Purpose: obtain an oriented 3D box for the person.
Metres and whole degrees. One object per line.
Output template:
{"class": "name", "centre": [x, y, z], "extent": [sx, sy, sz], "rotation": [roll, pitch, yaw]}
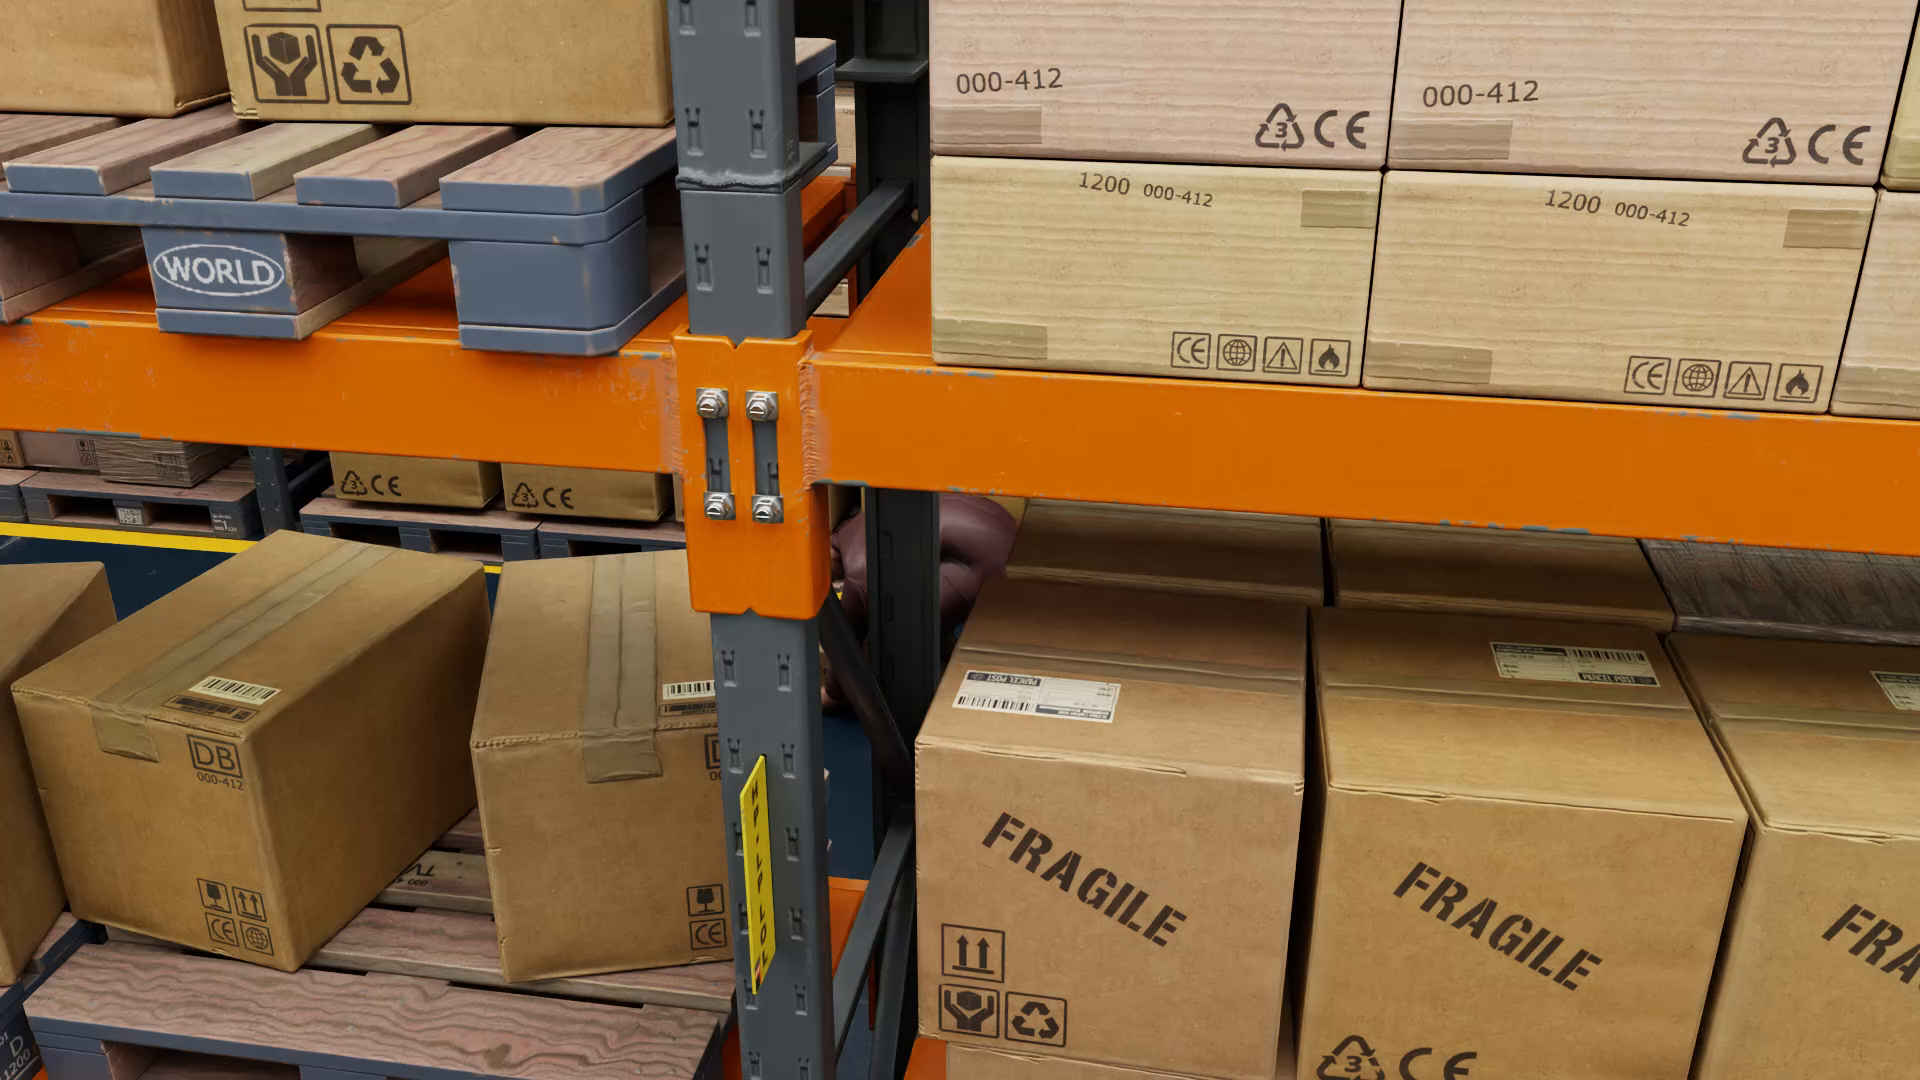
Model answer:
{"class": "person", "centre": [-0.219, 0.263, 6.537], "extent": [0.944, 0.952, 0.583], "rotation": [3, 25, 7]}
